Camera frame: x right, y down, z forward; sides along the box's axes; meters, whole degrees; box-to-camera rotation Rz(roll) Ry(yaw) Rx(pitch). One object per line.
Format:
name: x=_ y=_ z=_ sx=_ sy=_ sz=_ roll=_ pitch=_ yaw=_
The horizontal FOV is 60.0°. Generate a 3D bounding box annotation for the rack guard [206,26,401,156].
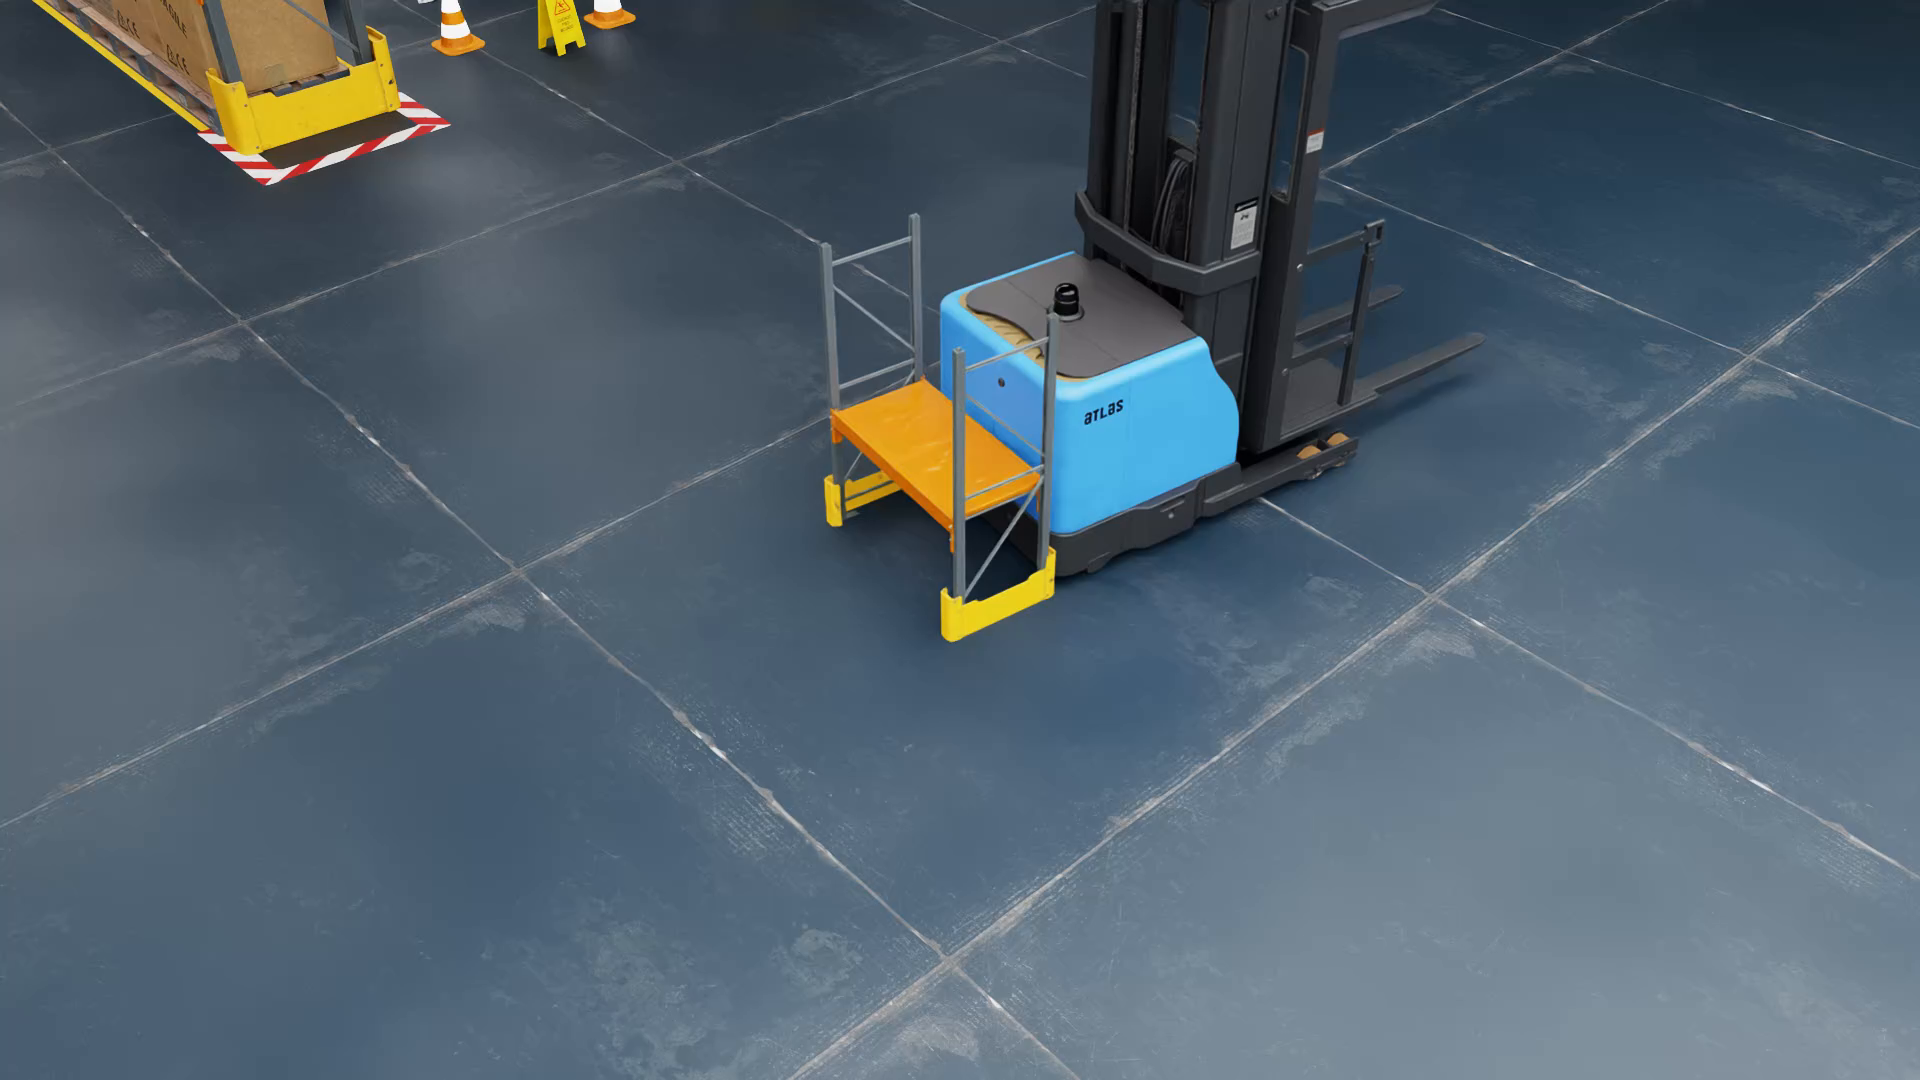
rack guard: x=-4.470 y=-3.083 z=11.377 sx=1.175 sy=0.500 sz=0.348 roll=-30 pitch=48 yaw=-32

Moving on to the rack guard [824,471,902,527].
rack guard: x=-0.389 y=-0.279 z=8.104 sx=0.587 sy=0.250 sz=0.087 roll=-23 pitch=44 yaw=-26

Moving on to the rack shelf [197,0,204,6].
rack shelf: x=-5.839 y=-4.712 z=11.978 sx=1.077 sy=0.370 sz=4.000 roll=-30 pitch=48 yaw=-32

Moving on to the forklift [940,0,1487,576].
forklift: x=1.399 y=-1.697 z=7.726 sx=3.031 sy=2.935 sz=1.130 roll=-23 pitch=44 yaw=-26

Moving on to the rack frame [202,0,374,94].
rack frame: x=-4.486 y=-4.067 z=10.606 sx=1.000 sy=3.000 sz=0.127 roll=-30 pitch=48 yaw=-32

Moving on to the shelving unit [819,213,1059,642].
shelving unit: x=-0.108 y=-0.507 z=7.392 sx=0.587 sy=1.500 sz=1.083 roll=-23 pitch=44 yaw=-26

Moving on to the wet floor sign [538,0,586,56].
wet floor sign: x=-3.008 y=-3.979 z=12.371 sx=0.232 sy=0.644 sz=0.267 roll=26 pitch=45 yaw=28

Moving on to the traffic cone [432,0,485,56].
traffic cone: x=-3.799 y=-3.929 z=12.454 sx=0.336 sy=0.463 sz=0.334 roll=-30 pitch=48 yaw=-32

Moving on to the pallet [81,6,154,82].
pallet: x=-5.905 y=-3.883 z=12.598 sx=1.003 sy=0.211 sz=1.213 roll=-30 pitch=48 yaw=-32

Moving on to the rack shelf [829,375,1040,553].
rack shelf: x=-0.103 y=-0.363 z=7.499 sx=0.538 sy=0.185 sz=1.000 roll=-23 pitch=44 yaw=-26

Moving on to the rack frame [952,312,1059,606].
rack frame: x=0.185 y=-0.239 z=7.060 sx=0.500 sy=1.500 sz=0.032 roll=-23 pitch=44 yaw=-26

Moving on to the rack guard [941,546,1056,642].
rack guard: x=0.174 y=0.237 z=7.465 sx=0.587 sy=0.250 sz=0.087 roll=-23 pitch=44 yaw=-26

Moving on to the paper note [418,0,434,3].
paper note: x=-4.268 y=-4.339 z=13.307 sx=0.144 sy=0.017 sz=0.142 roll=-15 pitch=41 yaw=-17

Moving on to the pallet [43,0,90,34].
pallet: x=-6.735 y=-4.448 z=13.297 sx=1.003 sy=0.211 sz=1.213 roll=-30 pitch=48 yaw=-32

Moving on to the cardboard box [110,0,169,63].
cardboard box: x=-5.590 y=-4.095 z=11.998 sx=0.875 sy=0.875 sz=0.875 roll=-31 pitch=48 yaw=-32

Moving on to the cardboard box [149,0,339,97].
cardboard box: x=-4.993 y=-3.689 z=11.495 sx=0.875 sy=0.875 sz=0.875 roll=-30 pitch=47 yaw=-32

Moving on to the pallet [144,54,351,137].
pallet: x=-5.084 y=-3.319 z=11.899 sx=1.003 sy=0.211 sz=1.213 roll=-30 pitch=48 yaw=-32

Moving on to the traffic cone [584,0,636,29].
traffic cone: x=-2.737 y=-4.252 z=12.854 sx=0.336 sy=0.463 sz=0.334 roll=-30 pitch=48 yaw=-32

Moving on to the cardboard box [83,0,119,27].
cardboard box: x=-6.205 y=-4.518 z=12.522 sx=0.875 sy=0.875 sz=0.875 roll=-30 pitch=47 yaw=-31

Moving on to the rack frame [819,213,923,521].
rack frame: x=-0.390 y=-0.766 z=7.712 sx=0.500 sy=1.500 sz=0.032 roll=-23 pitch=44 yaw=-26
